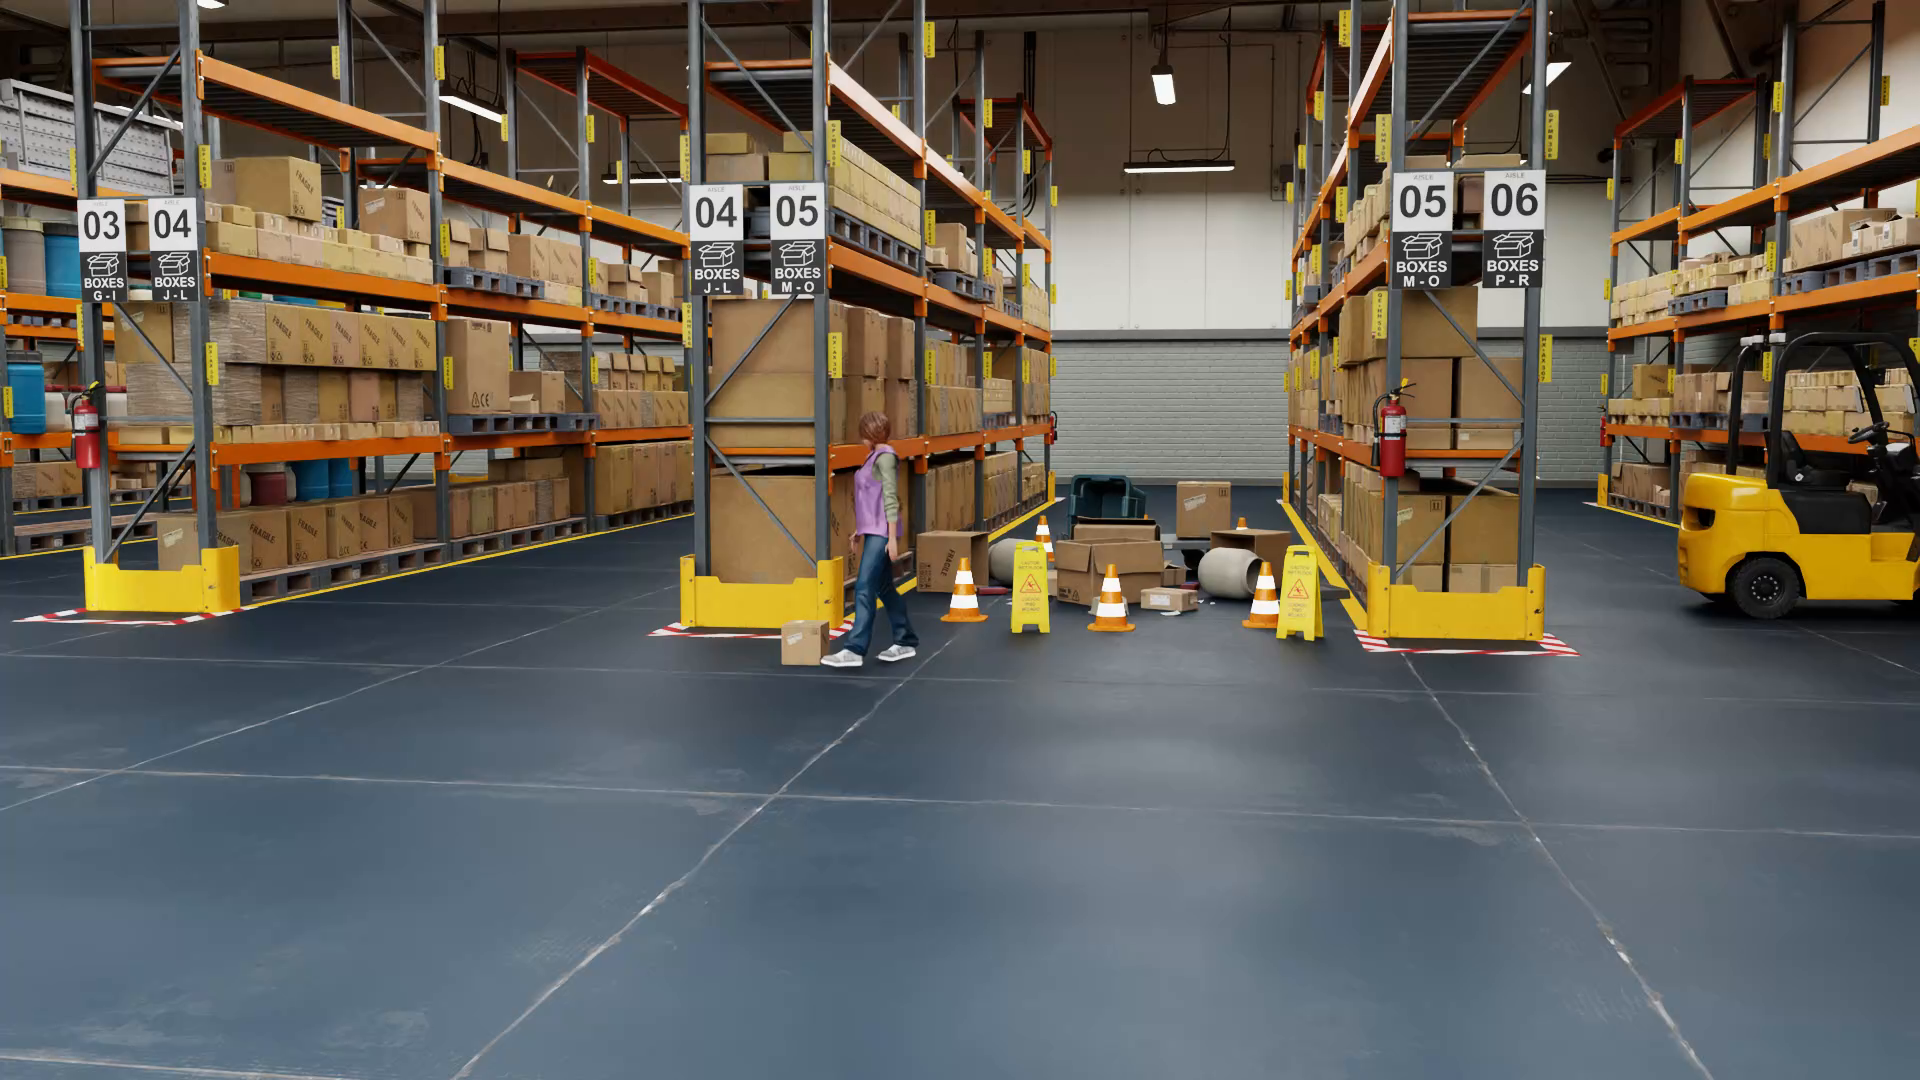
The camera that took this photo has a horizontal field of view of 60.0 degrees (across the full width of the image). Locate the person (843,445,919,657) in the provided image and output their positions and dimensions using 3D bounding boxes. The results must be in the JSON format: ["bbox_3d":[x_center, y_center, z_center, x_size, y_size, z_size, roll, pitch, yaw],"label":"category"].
[{"bbox_3d":[-0.496,0.059,10.351,0.528,1.295,0.473,-1,5,-13],"label":"person"}]
